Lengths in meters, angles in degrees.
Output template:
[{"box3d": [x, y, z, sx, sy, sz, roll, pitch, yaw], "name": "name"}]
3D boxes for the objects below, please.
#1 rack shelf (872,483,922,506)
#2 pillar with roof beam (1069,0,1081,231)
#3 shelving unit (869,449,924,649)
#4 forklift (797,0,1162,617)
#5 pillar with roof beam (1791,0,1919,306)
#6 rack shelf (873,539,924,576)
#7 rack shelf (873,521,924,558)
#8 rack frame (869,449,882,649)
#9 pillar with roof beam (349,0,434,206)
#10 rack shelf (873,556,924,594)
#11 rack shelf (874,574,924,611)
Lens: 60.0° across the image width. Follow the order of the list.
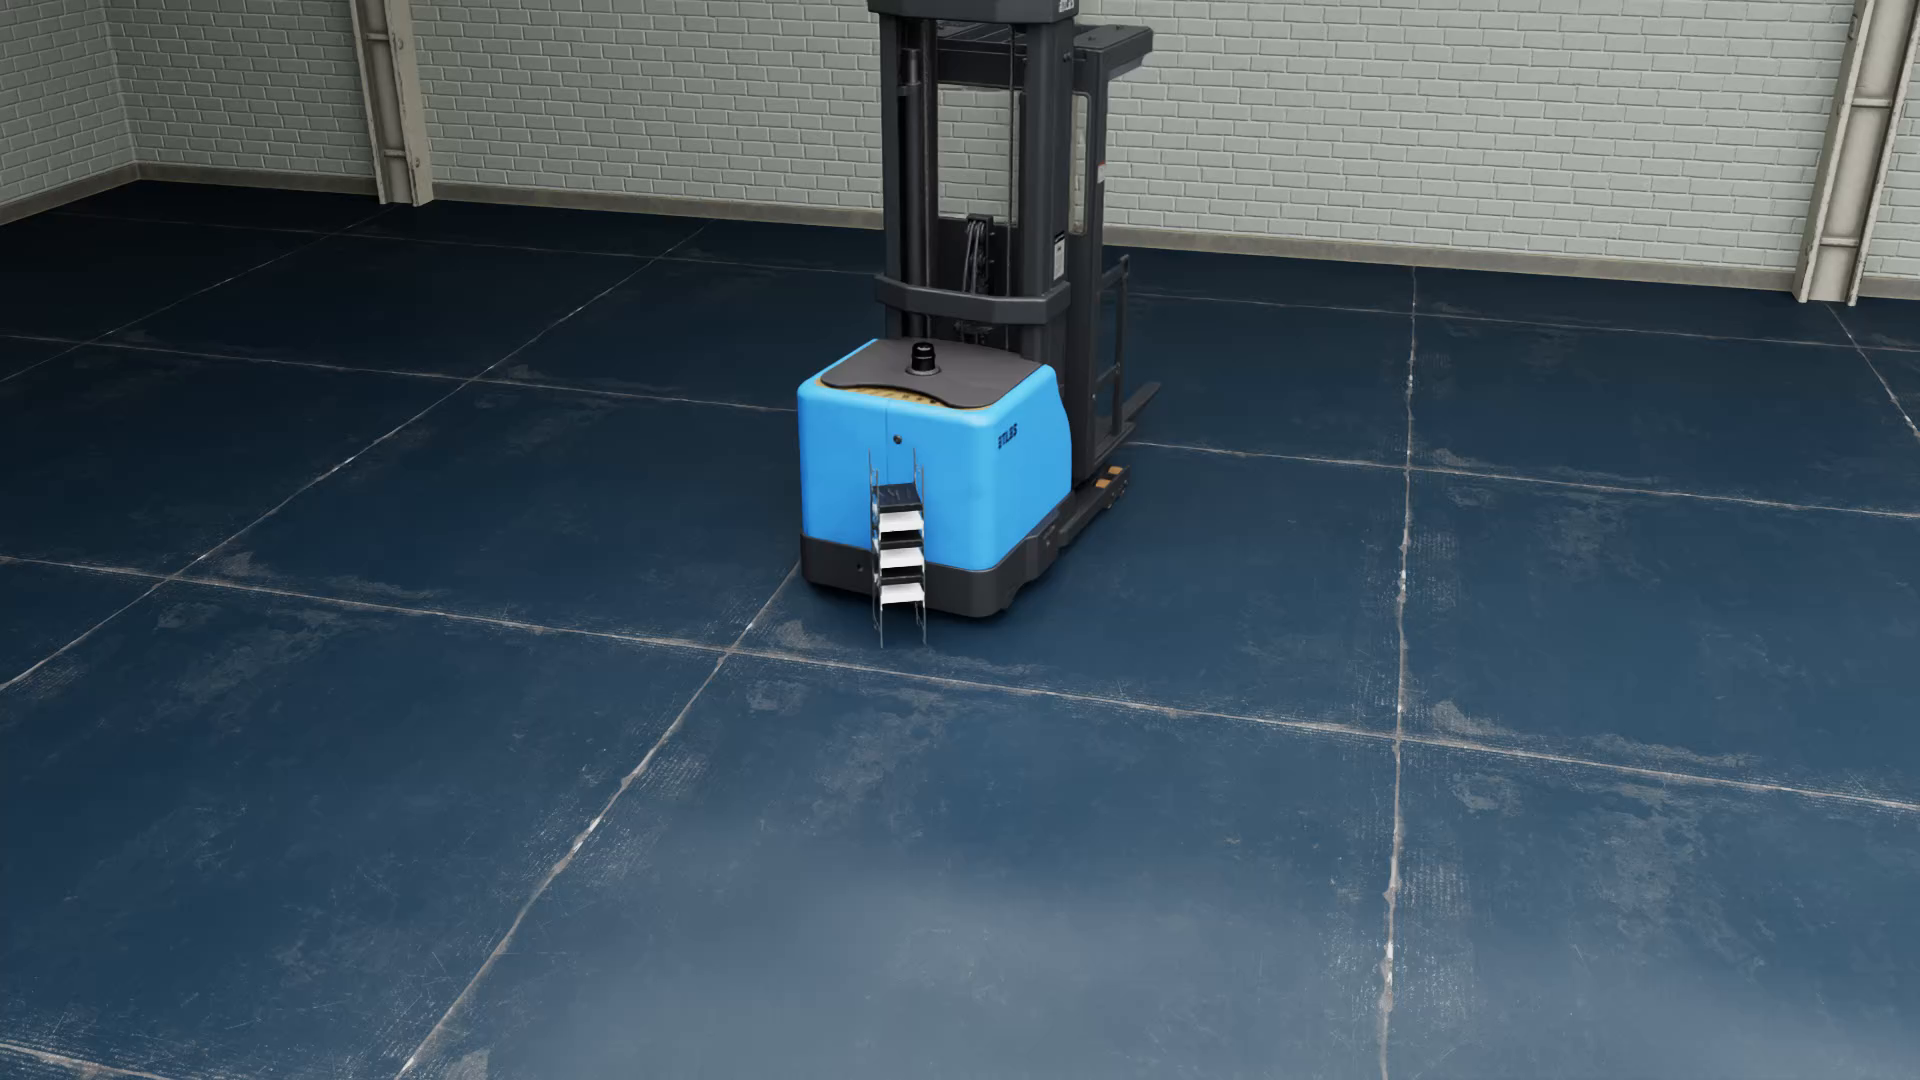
[{"box3d": [-0.286, -0.193, 7.511, 0.190, 0.026, 0.221, -5, 26, -10], "name": "rack shelf"}, {"box3d": [-0.344, -4.748, 8.253, 0.400, 9.000, 9.100, 6, 26, 13], "name": "pillar with roof beam"}, {"box3d": [-0.289, 0.039, 7.621, 0.205, 0.900, 0.258, -5, 26, -10], "name": "shelving unit"}, {"box3d": [0.299, -1.535, 8.639, 1.129, 2.867, 3.031, 11, 28, 22], "name": "forklift"}, {"box3d": [5.467, -4.105, 6.904, 0.400, 9.000, 9.100, 6, 26, 13], "name": "pillar with roof beam"}, {"box3d": [-0.286, 0.069, 7.635, 0.200, 0.077, 0.258, -5, 26, -10], "name": "rack shelf"}, {"box3d": [-0.286, -0.012, 7.597, 0.200, 0.077, 0.258, -5, 26, -10], "name": "rack shelf"}, {"box3d": [-0.386, 0.048, 7.603, 0.006, 0.900, 0.240, -5, 26, -10], "name": "rack frame"}, {"box3d": [-6.155, -5.390, 9.603, 0.400, 9.000, 9.100, 6, 26, 13], "name": "pillar with roof beam"}, {"box3d": [-0.286, 0.150, 7.674, 0.200, 0.077, 0.258, -5, 26, -10], "name": "rack shelf"}, {"box3d": [-0.286, 0.232, 7.713, 0.200, 0.077, 0.258, -5, 26, -10], "name": "rack shelf"}]
